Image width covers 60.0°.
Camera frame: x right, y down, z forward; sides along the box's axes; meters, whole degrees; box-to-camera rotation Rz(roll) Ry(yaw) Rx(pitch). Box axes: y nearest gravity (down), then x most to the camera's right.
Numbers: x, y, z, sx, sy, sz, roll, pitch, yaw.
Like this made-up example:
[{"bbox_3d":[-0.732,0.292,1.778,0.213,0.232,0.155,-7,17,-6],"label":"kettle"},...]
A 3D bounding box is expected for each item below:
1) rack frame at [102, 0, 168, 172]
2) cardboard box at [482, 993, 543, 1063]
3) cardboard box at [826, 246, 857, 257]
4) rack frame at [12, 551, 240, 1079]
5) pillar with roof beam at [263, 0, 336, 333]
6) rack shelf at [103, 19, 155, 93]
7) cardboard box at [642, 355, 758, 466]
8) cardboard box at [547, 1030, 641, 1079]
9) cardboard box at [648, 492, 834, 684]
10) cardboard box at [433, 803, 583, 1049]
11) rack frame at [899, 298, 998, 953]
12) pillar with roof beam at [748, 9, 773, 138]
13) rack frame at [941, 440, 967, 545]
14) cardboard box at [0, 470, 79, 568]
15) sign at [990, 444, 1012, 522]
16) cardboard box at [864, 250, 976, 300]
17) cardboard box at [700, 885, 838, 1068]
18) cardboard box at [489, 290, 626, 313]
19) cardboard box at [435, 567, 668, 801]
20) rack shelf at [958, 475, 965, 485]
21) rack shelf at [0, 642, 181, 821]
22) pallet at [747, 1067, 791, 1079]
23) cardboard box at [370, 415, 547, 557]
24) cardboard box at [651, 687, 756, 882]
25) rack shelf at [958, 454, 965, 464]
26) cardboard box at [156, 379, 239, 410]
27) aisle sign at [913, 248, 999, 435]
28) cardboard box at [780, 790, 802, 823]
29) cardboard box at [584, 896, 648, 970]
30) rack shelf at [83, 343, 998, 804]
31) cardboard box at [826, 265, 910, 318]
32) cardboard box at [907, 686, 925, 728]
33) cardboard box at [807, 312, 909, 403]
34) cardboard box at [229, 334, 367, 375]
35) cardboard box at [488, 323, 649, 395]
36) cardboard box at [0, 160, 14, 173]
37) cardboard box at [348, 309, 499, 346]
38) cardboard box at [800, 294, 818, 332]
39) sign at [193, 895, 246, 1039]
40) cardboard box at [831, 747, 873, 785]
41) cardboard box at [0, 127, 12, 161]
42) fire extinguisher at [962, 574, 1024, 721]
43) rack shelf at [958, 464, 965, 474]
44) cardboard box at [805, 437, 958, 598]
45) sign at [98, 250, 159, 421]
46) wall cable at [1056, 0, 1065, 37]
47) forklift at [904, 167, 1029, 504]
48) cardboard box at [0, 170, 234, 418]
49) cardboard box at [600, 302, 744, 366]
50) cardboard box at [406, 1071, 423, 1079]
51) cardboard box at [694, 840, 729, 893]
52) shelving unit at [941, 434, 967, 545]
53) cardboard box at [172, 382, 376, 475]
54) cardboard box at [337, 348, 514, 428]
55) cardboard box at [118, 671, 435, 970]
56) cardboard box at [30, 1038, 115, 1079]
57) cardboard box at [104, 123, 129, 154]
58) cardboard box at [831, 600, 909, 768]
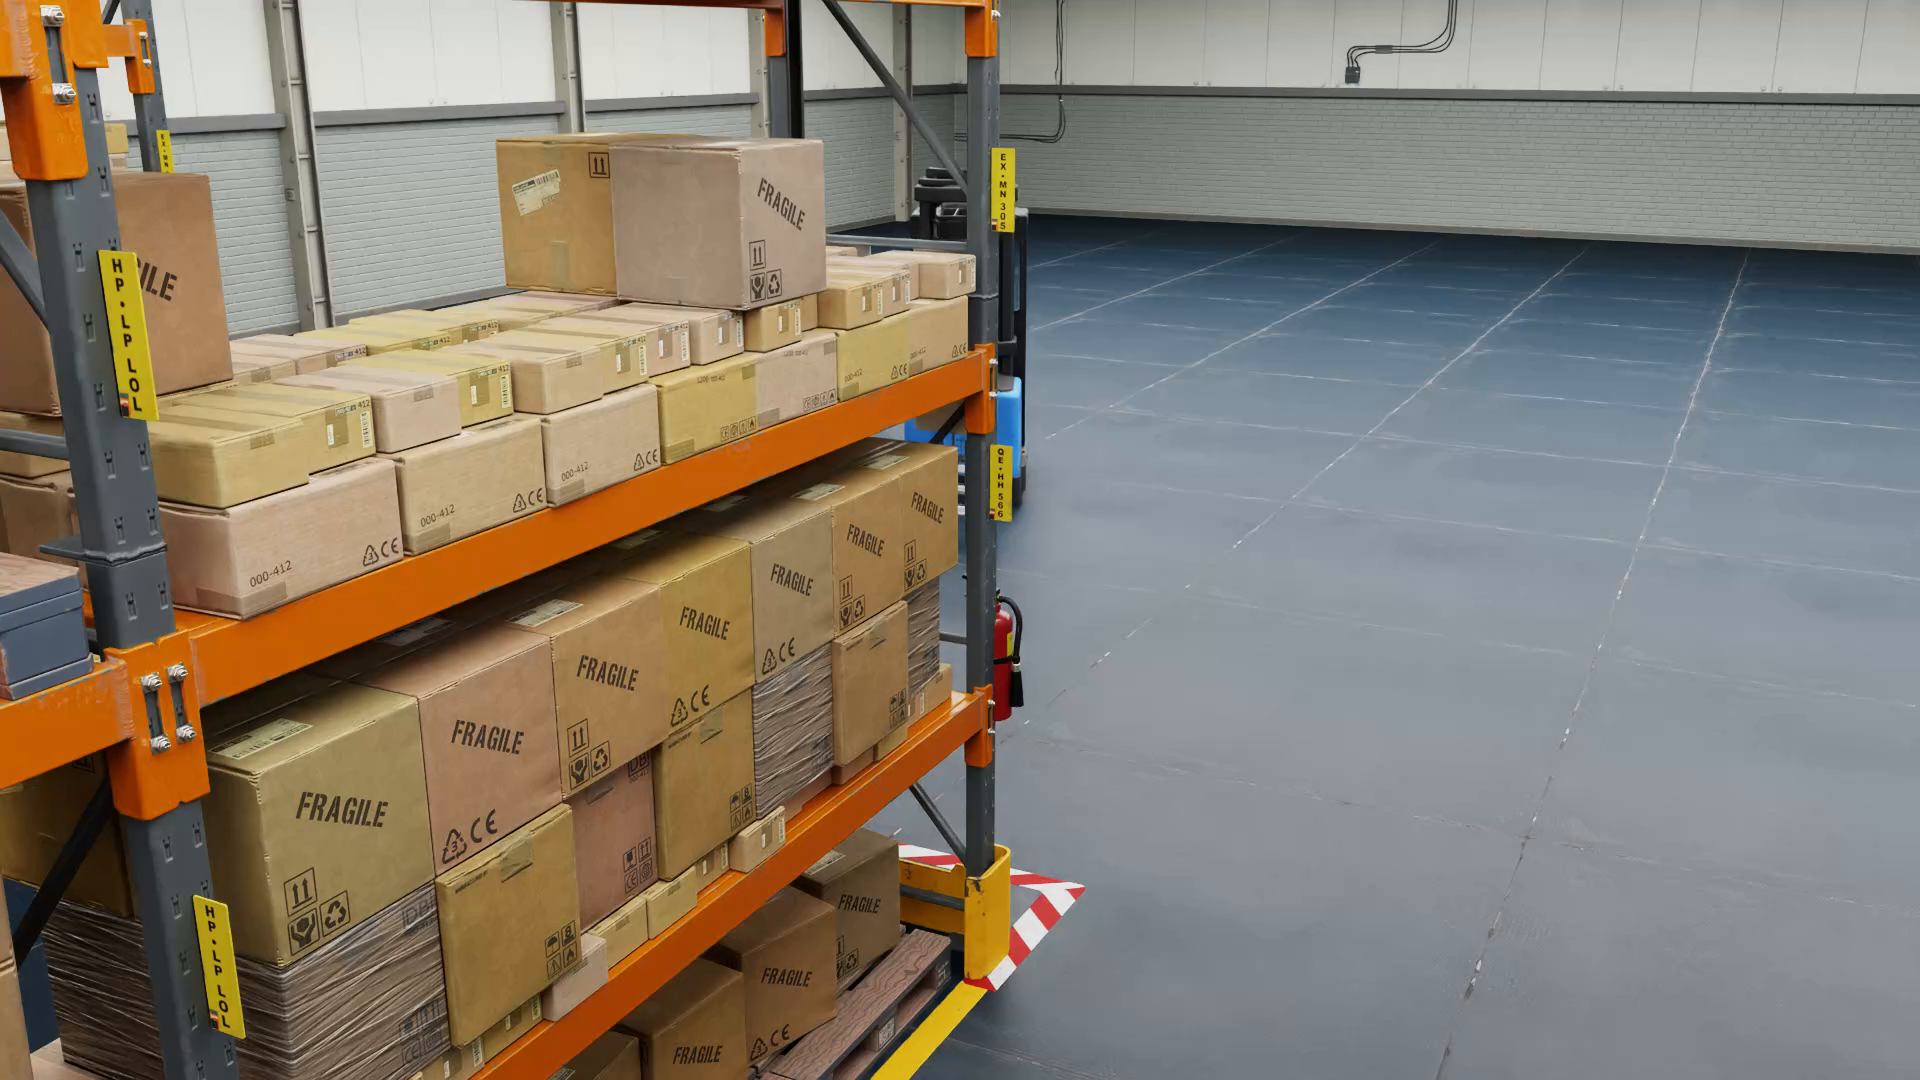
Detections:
[{"bbox_3d":[-4.708,-3.140,8.790,1.000,3.000,0.127,8,18,25],"label":"rack frame"},{"bbox_3d":[-1.424,1.322,4.748,0.380,0.149,0.250,8,18,25],"label":"cardboard box"},{"bbox_3d":[-0.646,-1.123,6.833,0.380,0.149,0.250,8,18,25],"label":"cardboard box"},{"bbox_3d":[-2.103,1.412,4.003,1.000,3.000,0.127,8,18,25],"label":"rack frame"},{"bbox_3d":[-5.528,-6.820,21.183,9.100,9.000,0.400,8,18,25],"label":"pillar with roof beam"},{"bbox_3d":[-5.601,-2.094,7.234,1.077,0.370,4.000,8,18,25],"label":"rack shelf"},{"bbox_3d":[-0.981,-0.432,5.206,0.500,0.250,0.500,8,18,24],"label":"cardboard box"},{"bbox_3d":[-1.432,1.997,5.685,0.500,0.500,0.500,6,18,20],"label":"cardboard box"},{"bbox_3d":[-0.784,0.150,5.798,0.500,0.500,0.500,8,18,25],"label":"cardboard box"},{"bbox_3d":[-1.592,0.992,4.719,0.875,0.500,0.500,8,18,25],"label":"cardboard box"},{"bbox_3d":[-0.316,0.393,7.433,1.000,3.000,0.127,8,18,25],"label":"rack frame"},{"bbox_3d":[-0.165,-9.877,31.474,9.100,9.000,0.400,8,18,25],"label":"pillar with roof beam"},{"bbox_3d":[-0.049,-0.403,13.802,0.240,0.900,0.006,8,18,25],"label":"rack frame"},{"bbox_3d":[-2.133,-0.104,4.100,0.500,0.250,0.500,9,19,27],"label":"cardboard box"},{"bbox_3d":[0.172,-0.238,6.968,0.100,0.325,0.005,8,18,25],"label":"sign"},{"bbox_3d":[-0.160,-1.054,6.599,0.380,0.149,0.250,8,18,25],"label":"cardboard box"},{"bbox_3d":[-0.846,1.703,6.674,0.500,0.500,0.500,14,22,40],"label":"cardboard box"},{"bbox_3d":[-1.327,-0.727,5.499,0.380,0.149,0.250,8,18,25],"label":"cardboard box"},{"bbox_3d":[-1.228,0.405,4.939,0.500,0.500,0.500,8,18,25],"label":"cardboard box"},{"bbox_3d":[-0.004,-0.484,13.873,0.258,0.077,0.200,8,18,25],"label":"rack shelf"},{"bbox_3d":[-2.997,0.828,1.963,1.077,0.370,4.000,8,18,25],"label":"rack shelf"},{"bbox_3d":[-1.291,2.261,6.041,1.003,0.211,1.213,8,18,25],"label":"pallet"},{"bbox_3d":[-1.441,-0.172,4.329,0.500,0.250,0.500,8,18,25],"label":"cardboard box"},{"bbox_3d":[-1.198,0.729,5.602,0.875,0.500,0.500,8,18,25],"label":"cardboard box"},{"bbox_3d":[-0.004,-0.656,13.822,0.258,0.077,0.200,8,18,25],"label":"rack shelf"},{"bbox_3d":[-2.015,-0.321,4.133,0.380,0.149,0.250,8,18,26],"label":"cardboard box"},{"bbox_3d":[-0.020,-0.831,6.988,0.394,0.787,0.004,8,18,25],"label":"aisle sign"},{"bbox_3d":[-0.802,0.933,6.057,0.380,0.149,0.250,8,18,25],"label":"cardboard box"},{"bbox_3d":[-1.201,1.194,5.177,0.380,0.149,0.250,8,18,25],"label":"cardboard box"},{"bbox_3d":[-1.209,-0.191,5.393,1.077,0.370,4.000,8,18,25],"label":"rack shelf"},{"bbox_3d":[-0.406,-0.919,6.144,0.380,0.149,0.250,7,18,23],"label":"cardboard box"},{"bbox_3d":[-0.371,0.676,6.922,0.380,0.149,0.250,8,18,25],"label":"cardboard box"},{"bbox_3d":[-0.524,-0.690,6.076,0.500,0.250,0.500,8,18,26],"label":"cardboard box"},{"bbox_3d":[-1.880,-0.470,4.633,0.380,0.149,0.250,7,18,24],"label":"cardboard box"},{"bbox_3d":[-1.133,-0.526,4.821,0.380,0.149,0.250,8,18,24],"label":"cardboard box"},{"bbox_3d":[-4.901,-1.734,8.154,0.500,0.250,0.500,8,18,25],"label":"cardboard box"},{"bbox_3d":[-1.632,-0.601,5.075,0.380,0.149,0.250,9,19,28],"label":"cardboard box"},{"bbox_3d":[-0.719,-0.805,5.760,0.380,0.149,0.250,8,18,26],"label":"cardboard box"},{"bbox_3d":[-1.605,0.926,3.603,0.100,0.325,0.005,8,18,25],"label":"sign"},{"bbox_3d":[-0.562,0.808,6.478,0.380,0.149,0.250,8,18,25],"label":"cardboard box"},{"bbox_3d":[-4.782,-1.955,8.198,0.380,0.149,0.250,8,19,26],"label":"cardboard box"},{"bbox_3d":[0.148,0.460,7.345,0.296,0.674,0.183,8,18,25],"label":"fire extinguisher"},{"bbox_3d":[-0.004,-0.570,13.848,0.258,0.077,0.200,8,18,25],"label":"rack shelf"},{"bbox_3d":[-0.340,-0.105,6.657,0.500,0.500,0.500,8,18,25],"label":"cardboard box"},{"bbox_3d":[-1.605,-0.393,3.211,0.100,0.325,0.005,8,18,25],"label":"sign"},{"bbox_3d":[3.584,-13.124,38.988,3.097,2.526,0.112,8,18,25],"label":"wall cable"},{"bbox_3d":[0.094,-2.089,15.911,1.130,2.935,3.031,1,17,3],"label":"forklift"},{"bbox_3d":[-2.130,-0.603,3.943,0.500,0.500,0.500,8,18,24],"label":"cardboard box"},{"bbox_3d":[-0.912,-0.659,5.271,0.380,0.149,0.250,7,18,23],"label":"cardboard box"},{"bbox_3d":[-1.614,1.454,4.303,0.380,0.149,0.250,8,18,25],"label":"cardboard box"},{"bbox_3d":[-1.008,1.063,5.620,0.380,0.149,0.250,8,18,25],"label":"cardboard box"},{"bbox_3d":[-0.004,-0.429,13.889,0.258,0.900,0.210,8,18,25],"label":"shelving unit"},{"bbox_3d":[-1.624,-0.265,3.944,0.380,0.149,0.250,7,18,23],"label":"cardboard box"},{"bbox_3d":[-1.413,-0.400,4.397,0.380,0.149,0.250,9,19,27],"label":"cardboard box"},{"bbox_3d":[-1.674,0.660,4.081,0.500,0.500,0.500,8,18,25],"label":"cardboard box"},{"bbox_3d":[-2.270,1.440,4.349,0.380,0.149,0.250,8,18,25],"label":"cardboard box"},{"bbox_3d":[-4.555,-2.084,8.631,0.380,0.149,0.250,8,18,26],"label":"cardboard box"},{"bbox_3d":[-0.702,0.482,6.436,0.875,0.500,0.500,8,18,25],"label":"cardboard box"}]
